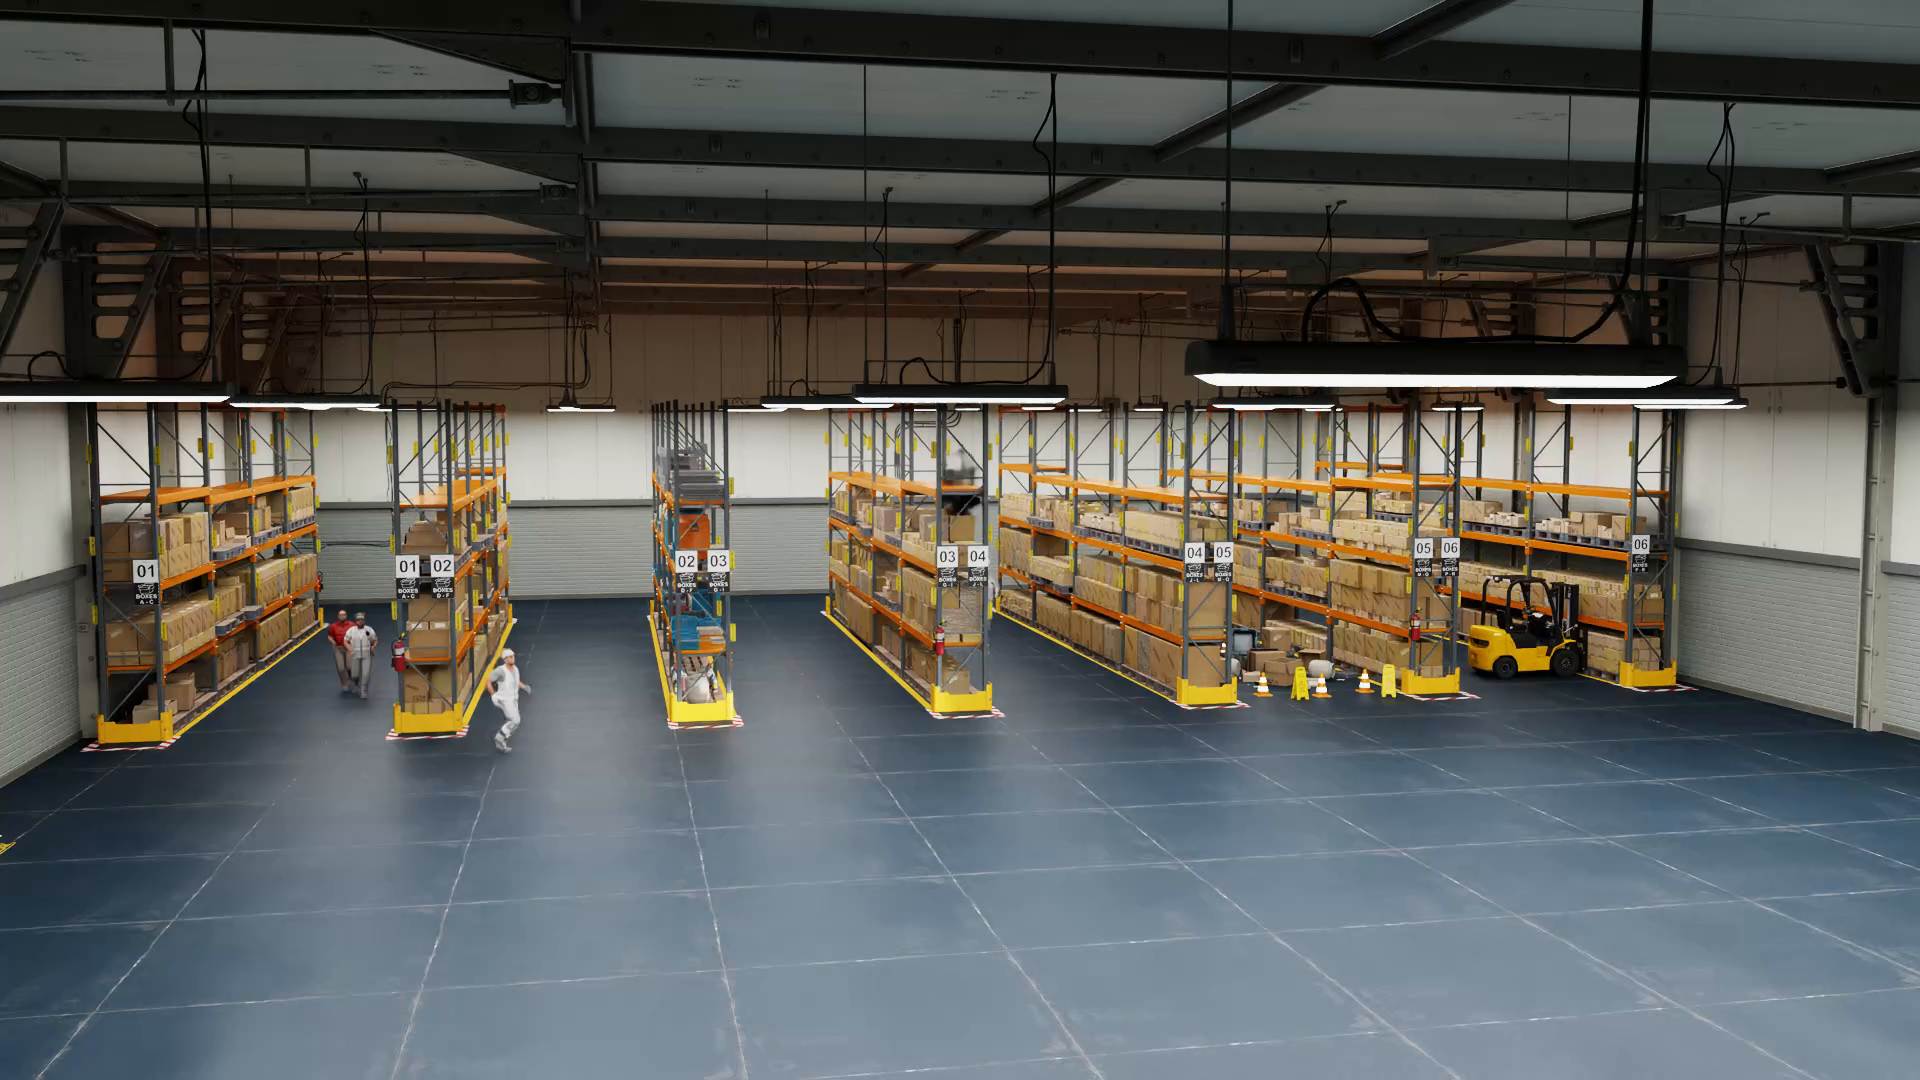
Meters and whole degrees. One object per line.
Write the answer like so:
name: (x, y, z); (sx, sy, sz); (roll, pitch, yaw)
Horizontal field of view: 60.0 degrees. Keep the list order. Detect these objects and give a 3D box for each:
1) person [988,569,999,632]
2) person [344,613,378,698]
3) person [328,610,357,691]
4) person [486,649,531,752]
person: (0.746, 1.582, 44.117); (0.633, 1.651, 0.677); (-1, 4, -9)
person: (-12.081, 2.325, 33.565); (0.660, 1.732, 0.583); (-2, 5, -21)
person: (-12.706, 2.289, 34.311); (0.638, 1.681, 0.586); (-1, 4, -15)
person: (-7.592, 2.719, 28.134); (0.609, 1.751, 0.658); (2, 5, 19)
